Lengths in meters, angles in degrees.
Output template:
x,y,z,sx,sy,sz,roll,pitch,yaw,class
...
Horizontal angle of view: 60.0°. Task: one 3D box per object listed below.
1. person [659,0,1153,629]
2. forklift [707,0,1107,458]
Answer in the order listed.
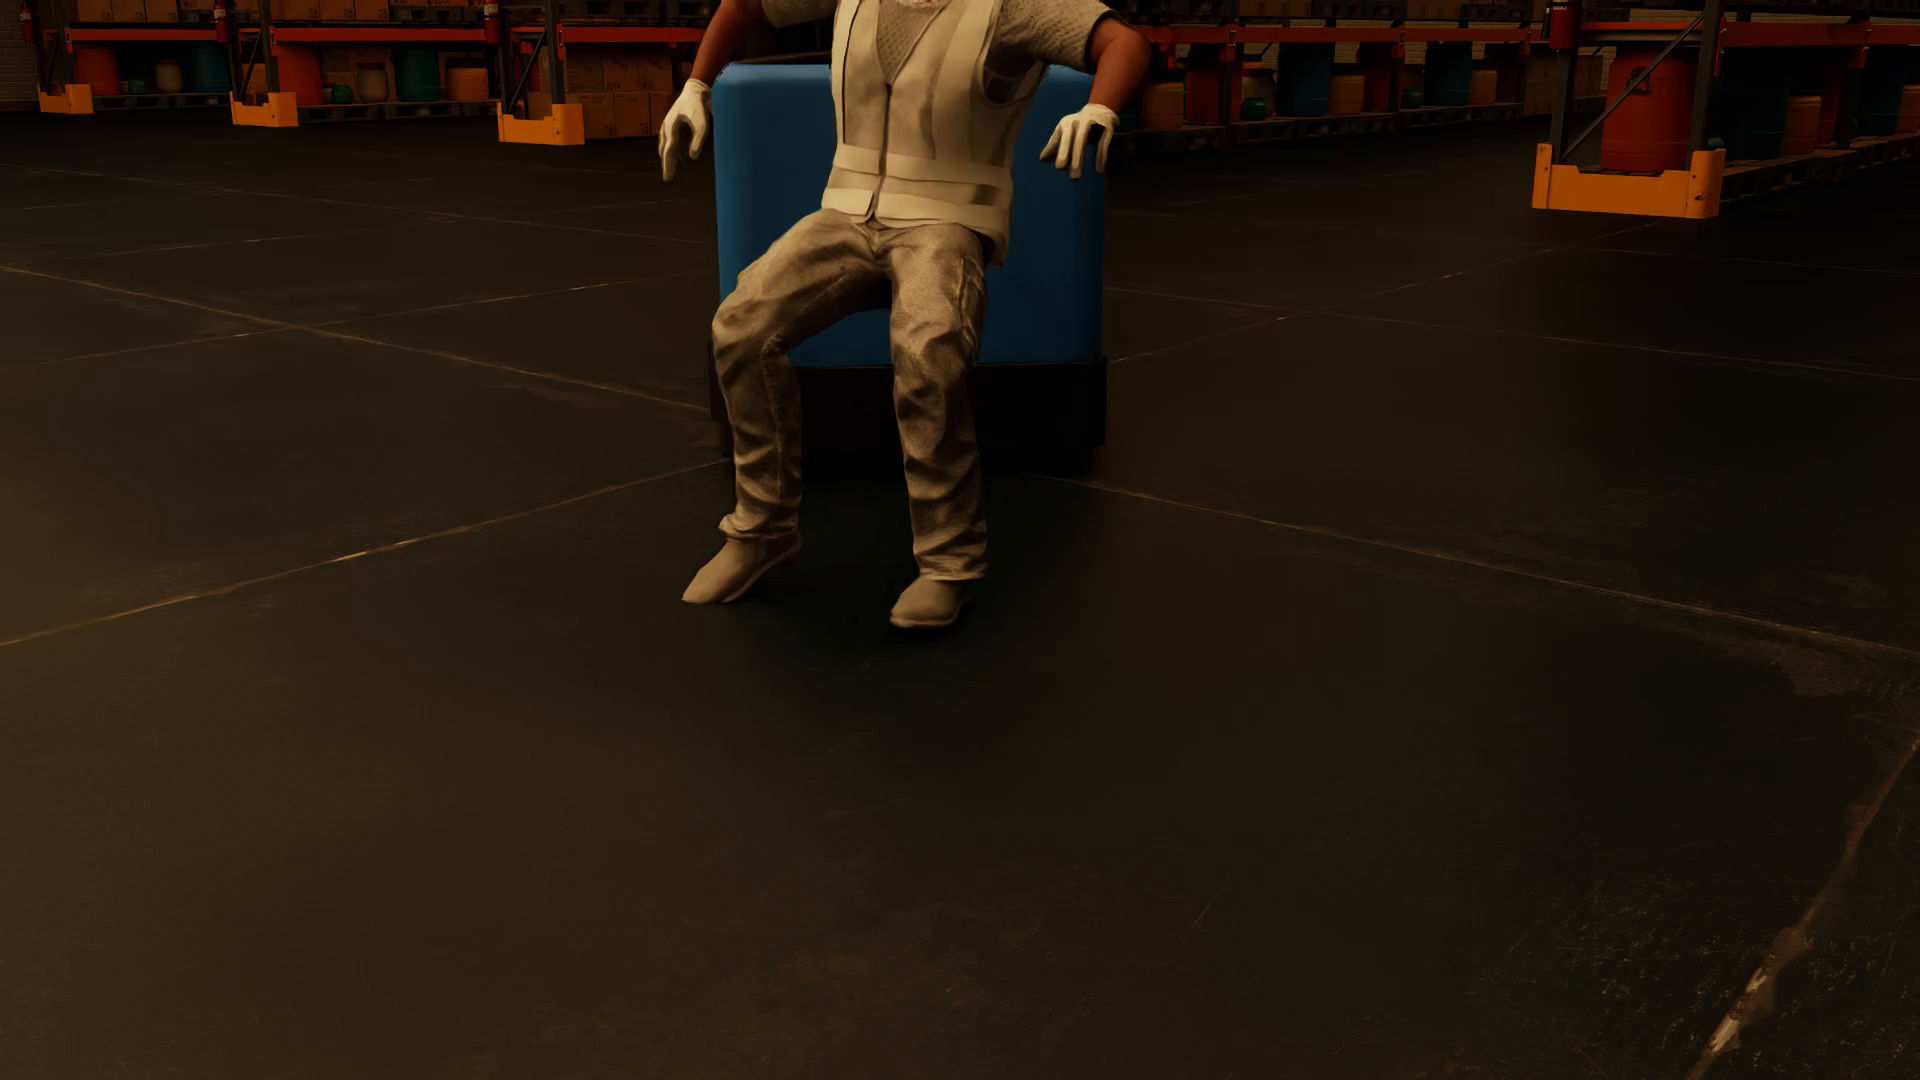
x,y,z,sx,sy,sz,roll,pitch,yaw,class
-0.144,-0.647,3.427,1.146,1.615,0.682,9,19,28,person
-0.281,-1.999,5.481,1.130,2.935,3.031,-2,17,-6,forklift
